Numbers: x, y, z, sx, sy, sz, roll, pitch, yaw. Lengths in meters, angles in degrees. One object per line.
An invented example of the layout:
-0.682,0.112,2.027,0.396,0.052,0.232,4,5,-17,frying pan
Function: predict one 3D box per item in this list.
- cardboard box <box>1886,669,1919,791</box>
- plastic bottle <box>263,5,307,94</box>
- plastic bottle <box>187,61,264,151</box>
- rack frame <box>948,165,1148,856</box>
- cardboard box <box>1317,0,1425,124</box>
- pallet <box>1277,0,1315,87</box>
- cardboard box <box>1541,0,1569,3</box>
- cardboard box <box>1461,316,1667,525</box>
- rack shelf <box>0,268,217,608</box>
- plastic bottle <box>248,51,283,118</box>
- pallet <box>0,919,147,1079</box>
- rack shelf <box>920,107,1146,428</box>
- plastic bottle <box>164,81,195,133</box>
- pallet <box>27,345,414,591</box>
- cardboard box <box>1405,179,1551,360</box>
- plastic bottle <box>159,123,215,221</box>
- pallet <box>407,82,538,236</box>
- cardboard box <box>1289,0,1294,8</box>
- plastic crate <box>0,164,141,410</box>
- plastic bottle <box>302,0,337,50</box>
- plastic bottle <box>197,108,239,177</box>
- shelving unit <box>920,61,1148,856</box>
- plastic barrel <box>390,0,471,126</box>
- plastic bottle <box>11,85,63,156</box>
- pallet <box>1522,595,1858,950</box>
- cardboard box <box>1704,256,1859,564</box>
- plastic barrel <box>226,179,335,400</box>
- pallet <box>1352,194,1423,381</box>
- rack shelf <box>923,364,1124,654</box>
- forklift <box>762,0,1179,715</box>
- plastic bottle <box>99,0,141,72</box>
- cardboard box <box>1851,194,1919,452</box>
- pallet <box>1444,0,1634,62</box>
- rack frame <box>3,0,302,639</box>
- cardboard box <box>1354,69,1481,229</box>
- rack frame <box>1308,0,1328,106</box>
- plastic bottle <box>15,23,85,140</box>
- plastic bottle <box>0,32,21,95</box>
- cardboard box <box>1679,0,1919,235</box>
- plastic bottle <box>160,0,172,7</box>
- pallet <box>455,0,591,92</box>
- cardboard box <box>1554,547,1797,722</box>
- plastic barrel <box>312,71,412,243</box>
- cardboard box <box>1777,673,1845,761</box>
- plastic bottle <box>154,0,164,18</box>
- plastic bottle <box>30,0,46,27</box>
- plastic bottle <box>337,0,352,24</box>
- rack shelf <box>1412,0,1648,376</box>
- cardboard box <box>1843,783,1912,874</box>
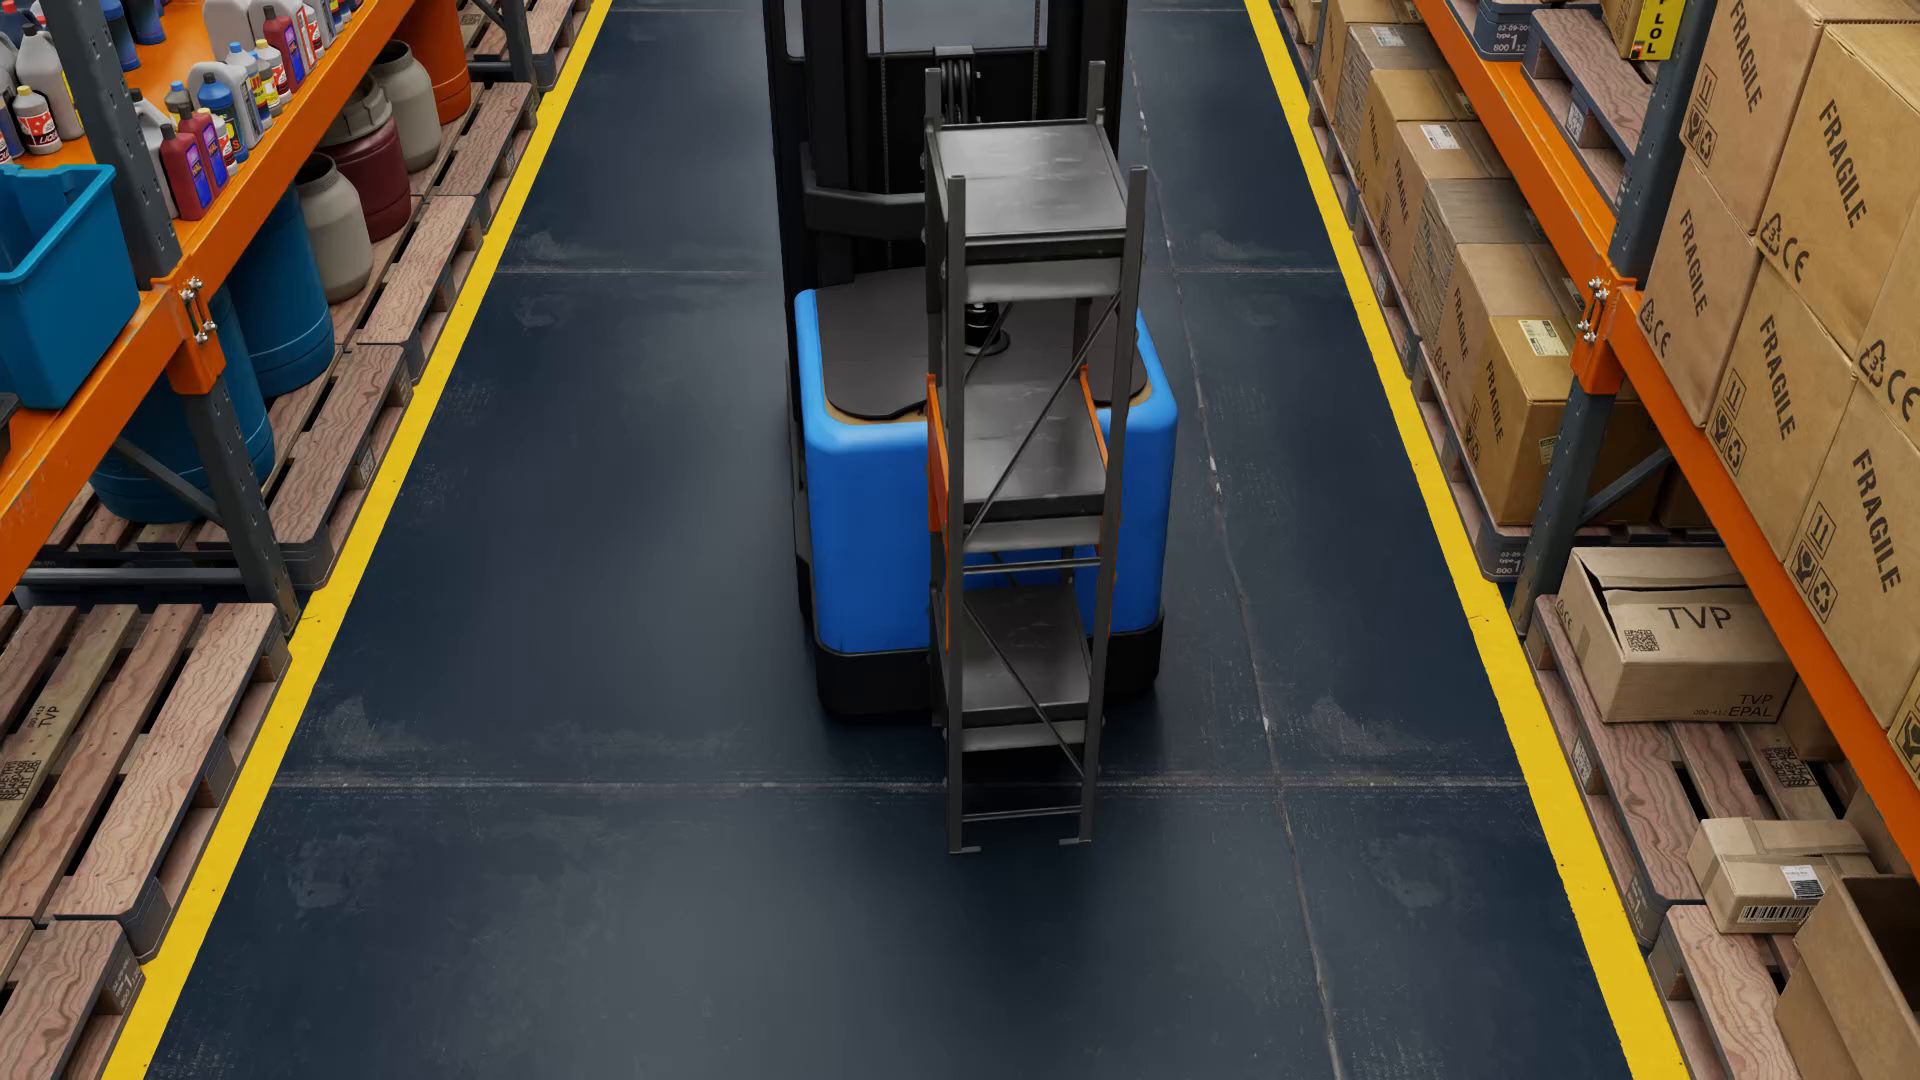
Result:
2.029,0.338,2.849,0.500,0.500,0.500,-1,39,-1,cardboard box
-2.232,-1.631,5.480,0.061,0.283,0.133,0,39,0,plastic bottle
-2.277,-1.362,5.150,0.152,0.276,0.135,0,39,0,plastic bottle
0.172,0.066,3.988,0.400,2.100,0.015,-4,41,-5,rack frame
2.007,-2.306,7.875,0.500,0.500,0.500,2,39,2,cardboard box
2.330,-2.821,9.101,1.003,0.211,1.213,0,39,0,pallet
2.233,-2.200,5.681,0.700,0.500,0.500,-9,40,-11,cardboard box
2.009,-0.397,5.494,0.500,0.500,0.500,0,39,0,cardboard box
-2.655,0.640,3.128,1.077,0.370,4.000,0,39,0,rack shelf
-2.250,-1.466,5.339,0.097,0.201,0.097,0,39,0,plastic bottle
-2.613,1.421,3.808,1.003,0.211,1.213,0,39,0,pallet
0.148,-0.613,3.726,0.431,0.518,0.480,-4,41,-5,rack shelf
-2.402,-1.321,5.158,0.097,0.201,0.097,0,39,0,plastic bottle
-2.616,-0.286,5.938,1.003,0.211,1.213,0,39,0,pallet
2.017,-1.020,6.271,0.500,0.500,0.500,0,39,1,cardboard box
-2.231,-1.076,4.787,0.061,0.283,0.133,0,39,0,plastic bottle
-2.619,-1.812,7.842,1.003,0.211,1.213,0,39,0,pallet
2.043,-3.136,9.128,0.500,0.250,0.500,0,39,-1,cardboard box
-2.315,-0.617,4.086,0.392,0.384,0.575,0,39,0,plastic crate
-2.278,-1.857,5.768,0.152,0.276,0.135,0,39,0,plastic bottle
-2.249,-1.199,5.007,0.097,0.201,0.097,0,39,0,plastic bottle
0.146,-0.092,4.172,0.431,2.100,0.503,-4,41,-5,shelving unit
-2.644,-2.404,7.751,0.600,0.830,0.708,0,39,0,plastic barrel
-2.856,-1.300,5.133,0.097,0.201,0.097,0,39,0,plastic bottle
2.296,0.625,4.801,1.003,0.211,1.213,0,39,0,pallet
2.028,-0.293,3.637,0.500,0.500,0.500,1,39,1,cardboard box
-2.641,-1.020,5.966,0.600,0.901,0.708,0,39,0,plastic barrel
2.253,-1.078,6.926,1.003,0.211,1.213,0,39,0,pallet
0.146,-0.081,4.181,0.431,0.518,0.480,-4,41,-5,rack shelf
-0.073,-1.535,5.321,1.130,2.935,3.031,-4,39,-5,forklift
-2.857,-1.727,5.610,0.097,0.271,0.097,0,39,0,plastic bottle
2.017,-0.383,2.950,0.500,0.500,0.500,-1,39,-1,cardboard box
2.299,-2.103,6.129,1.003,0.211,1.213,0,39,0,pallet
-2.657,-0.891,4.464,1.000,3.000,0.127,0,39,0,rack frame
2.008,-1.664,7.075,0.500,0.500,0.500,-1,39,-1,cardboard box
2.292,-3.394,7.587,1.000,3.000,0.127,0,39,0,rack frame
-2.841,-1.447,5.196,0.144,0.351,0.185,0,39,0,plastic bottle
-2.985,-1.447,5.196,0.144,0.351,0.185,0,39,0,plastic bottle
2.016,-1.027,3.753,0.500,0.500,0.500,1,39,1,cardboard box
-2.986,-2.136,6.056,0.144,0.351,0.185,0,39,0,plastic bottle
-2.624,-2.789,9.062,1.003,0.211,1.213,0,39,0,pallet
2.081,0.247,4.841,0.500,0.311,0.500,0,39,0,cardboard box
-2.643,-1.604,6.945,0.600,0.588,0.708,0,39,0,plastic barrel
2.581,0.267,4.665,0.500,0.500,0.500,0,39,0,cardboard box
-2.949,-2.016,5.971,0.097,0.271,0.097,0,39,0,plastic bottle
-2.982,-1.633,5.488,0.152,0.276,0.135,0,39,0,plastic bottle
-2.251,-1.988,5.936,0.097,0.271,0.097,0,39,0,plastic bottle
2.294,-1.863,6.251,1.077,0.370,4.000,0,39,0,rack shelf
2.582,0.810,4.139,0.500,0.311,0.500,0,39,0,cardboard box
